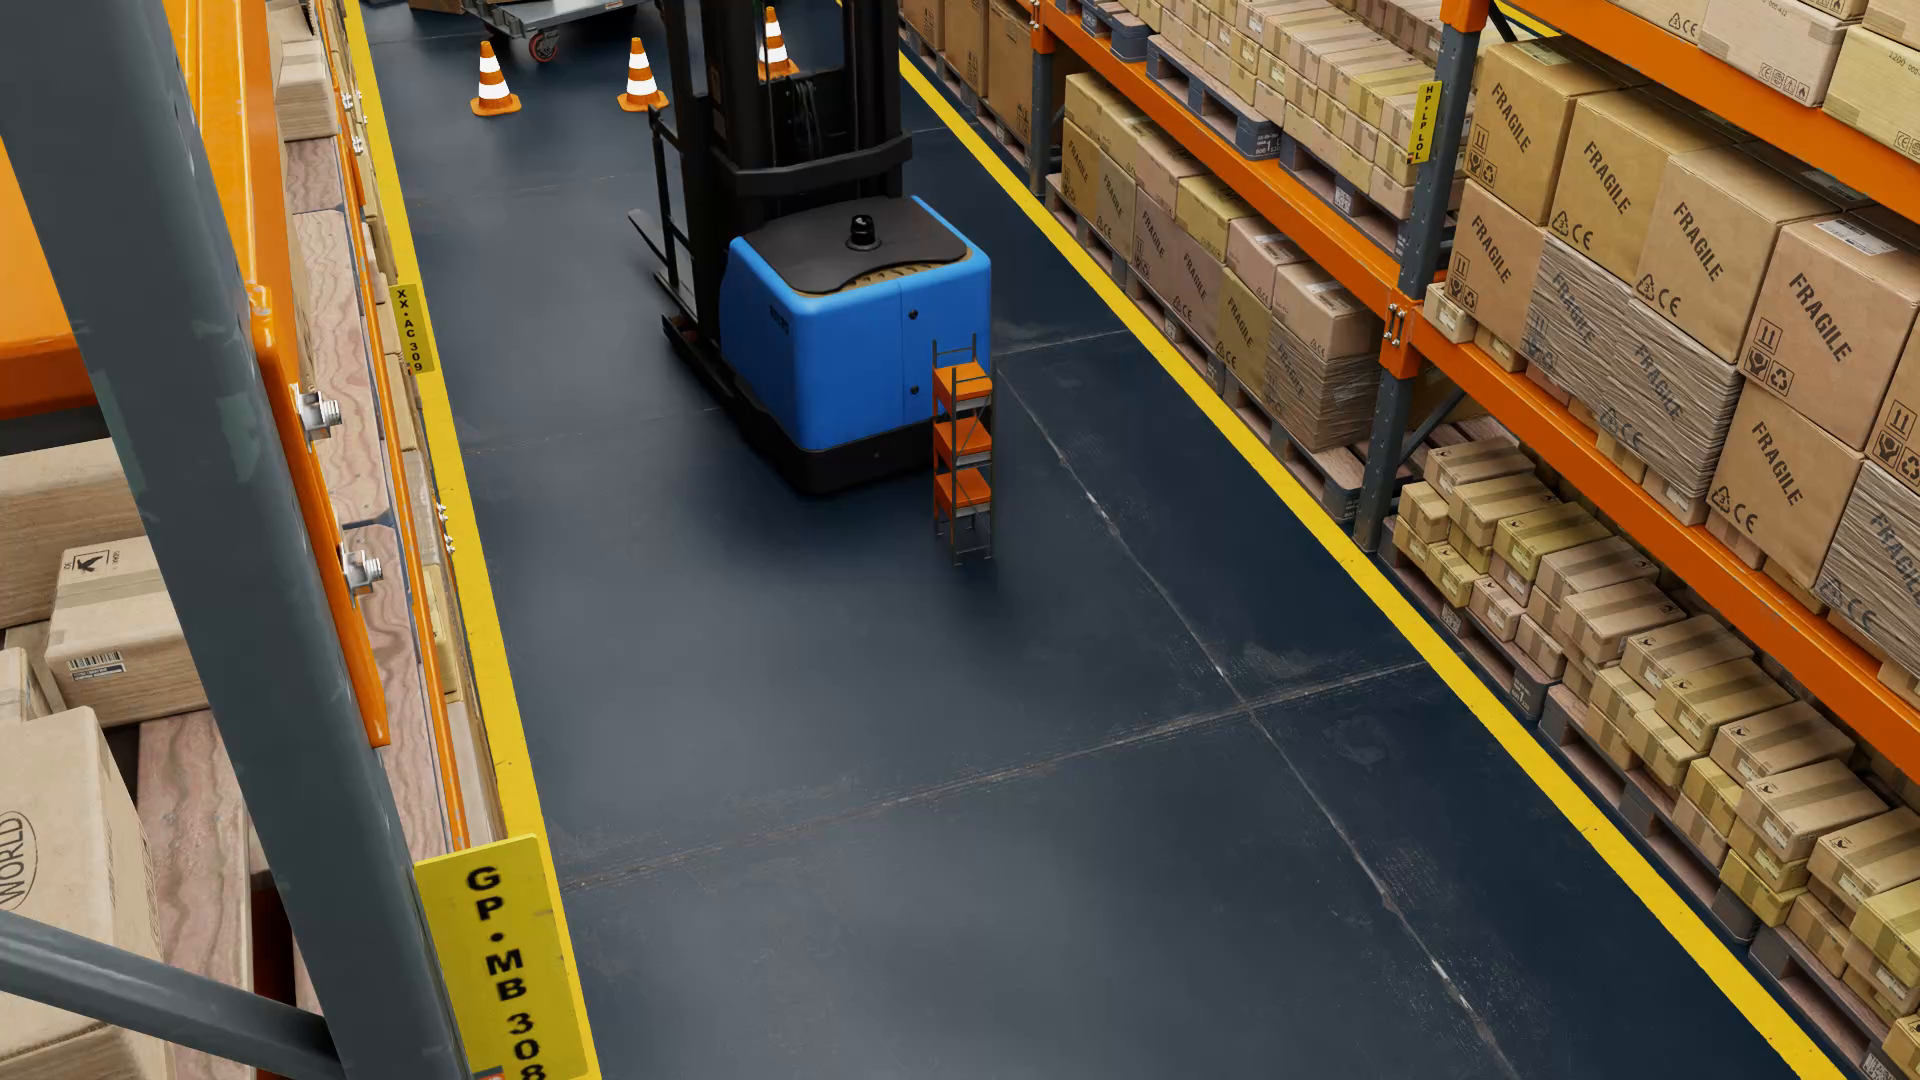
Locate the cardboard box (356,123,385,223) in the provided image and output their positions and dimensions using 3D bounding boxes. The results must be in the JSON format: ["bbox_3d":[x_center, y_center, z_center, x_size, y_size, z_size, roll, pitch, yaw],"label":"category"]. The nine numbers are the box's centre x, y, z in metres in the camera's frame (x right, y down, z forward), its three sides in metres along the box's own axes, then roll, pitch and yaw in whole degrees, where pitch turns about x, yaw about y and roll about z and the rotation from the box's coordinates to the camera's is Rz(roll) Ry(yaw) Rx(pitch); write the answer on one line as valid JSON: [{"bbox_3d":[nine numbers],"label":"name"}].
[{"bbox_3d":[-2.715,-1.497,6.953,0.500,0.250,0.500,-14,39,-17],"label":"cardboard box"}]

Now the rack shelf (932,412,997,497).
[{"bbox_3d":[0.018,-0.381,7.400,0.215,0.259,0.240,-12,39,-16],"label":"rack shelf"}]

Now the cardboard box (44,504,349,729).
[{"bbox_3d":[-1.080,0.106,2.399,0.380,0.149,0.250,-11,38,-14],"label":"cardboard box"}]

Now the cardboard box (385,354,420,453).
[{"bbox_3d":[-1.709,-0.127,4.511,0.500,0.500,0.500,-13,39,-17],"label":"cardboard box"}]

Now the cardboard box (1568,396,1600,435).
[{"bbox_3d":[2.493,-0.514,6.149,0.380,0.149,0.250,-14,39,-18],"label":"cardboard box"}]

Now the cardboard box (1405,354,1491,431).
[{"bbox_3d":[2.310,-0.909,8.192,0.500,0.500,0.500,-11,38,-14],"label":"cardboard box"}]

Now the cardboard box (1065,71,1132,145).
[{"bbox_3d":[0.949,-2.556,9.756,0.500,0.250,0.500,-14,39,-18],"label":"cardboard box"}]

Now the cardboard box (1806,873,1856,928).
[{"bbox_3d":[3.066,1.139,5.518,0.380,0.149,0.250,-13,39,-16],"label":"cardboard box"}]

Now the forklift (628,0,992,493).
[{"bbox_3d":[-0.982,-2.263,8.319,1.130,2.935,3.031,-18,41,-22],"label":"forklift"}]

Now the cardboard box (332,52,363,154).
[{"bbox_3d":[-2.551,-1.498,6.332,0.500,0.500,0.500,-13,39,-17],"label":"cardboard box"}]

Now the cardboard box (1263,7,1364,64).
[{"bbox_3d":[1.641,-2.345,7.735,0.380,0.149,0.250,-14,39,-17],"label":"cardboard box"}]

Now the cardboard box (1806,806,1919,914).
[{"bbox_3d":[3.001,1.046,5.395,0.380,0.149,0.250,-14,39,-18],"label":"cardboard box"}]

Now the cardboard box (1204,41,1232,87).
[{"bbox_3d":[1.449,-2.404,8.308,0.380,0.149,0.250,-14,39,-17],"label":"cardboard box"}]

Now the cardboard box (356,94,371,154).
[{"bbox_3d":[-3.066,-1.868,7.861,0.500,0.250,0.500,-12,39,-15],"label":"cardboard box"}]

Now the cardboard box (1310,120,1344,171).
[{"bbox_3d":[1.819,-1.806,7.514,0.380,0.149,0.250,-13,39,-16],"label":"cardboard box"}]

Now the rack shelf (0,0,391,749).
[{"bbox_3d":[-1.610,-1.005,2.535,1.077,0.370,4.000,-12,39,-16],"label":"rack shelf"}]

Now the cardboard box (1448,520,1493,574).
[{"bbox_3d":[2.311,-0.020,7.056,0.380,0.149,0.250,-12,39,-16],"label":"cardboard box"}]

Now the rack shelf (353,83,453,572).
[{"bbox_3d":[-2.986,-1.028,7.220,1.077,0.370,4.000,-12,39,-16],"label":"rack shelf"}]

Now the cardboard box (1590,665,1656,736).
[{"bbox_3d":[2.618,0.579,6.261,0.380,0.149,0.250,-13,39,-16],"label":"cardboard box"}]

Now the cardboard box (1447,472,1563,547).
[{"bbox_3d":[2.278,-0.129,6.954,0.380,0.149,0.250,-11,38,-14],"label":"cardboard box"}]

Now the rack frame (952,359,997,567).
[{"bbox_3d":[0.060,-0.320,7.302,0.200,1.050,0.008,-12,39,-16],"label":"rack frame"}]

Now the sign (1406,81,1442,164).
[{"bbox_3d":[1.795,-1.613,6.436,0.100,0.325,0.005,-12,39,-16],"label":"sign"}]

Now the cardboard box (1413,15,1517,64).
[{"bbox_3d":[2.340,-2.333,7.720,0.380,0.149,0.250,-13,39,-17],"label":"cardboard box"}]

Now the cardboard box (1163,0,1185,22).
[{"bbox_3d":[1.279,-2.812,8.603,0.380,0.149,0.250,-12,39,-16],"label":"cardboard box"}]

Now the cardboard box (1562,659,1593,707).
[{"bbox_3d":[2.624,0.534,6.569,0.380,0.149,0.250,-14,39,-18],"label":"cardboard box"}]

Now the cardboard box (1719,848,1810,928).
[{"bbox_3d":[2.877,1.150,5.751,0.380,0.149,0.250,-14,39,-18],"label":"cardboard box"}]

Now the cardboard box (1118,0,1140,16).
[{"bbox_3d":[1.089,-2.996,9.094,0.380,0.149,0.250,-11,38,-14],"label":"cardboard box"}]

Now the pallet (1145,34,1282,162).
[{"bbox_3d":[1.658,-2.341,8.524,1.003,0.211,1.213,-12,39,-16],"label":"pallet"}]

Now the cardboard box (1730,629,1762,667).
[{"bbox_3d":[3.109,0.452,6.430,0.380,0.149,0.250,-14,39,-18],"label":"cardboard box"}]

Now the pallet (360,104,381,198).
[{"bbox_3d":[-4.358,-2.461,10.842,1.003,0.211,1.213,-12,39,-16],"label":"pallet"}]

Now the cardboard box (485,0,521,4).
[{"bbox_3d":[-3.390,-4.394,12.539,0.500,0.500,0.500,-12,39,-16],"label":"cardboard box"}]

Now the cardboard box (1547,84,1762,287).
[{"bbox_3d":[2.434,-1.231,5.729,0.500,0.500,0.500,-14,39,-17],"label":"cardboard box"}]

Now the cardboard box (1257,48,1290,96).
[{"bbox_3d":[1.632,-2.228,7.827,0.380,0.149,0.250,-14,39,-18],"label":"cardboard box"}]

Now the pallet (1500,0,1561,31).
[{"bbox_3d":[4.947,-4.513,13.566,1.003,0.211,1.213,-12,39,-16],"label":"pallet"}]

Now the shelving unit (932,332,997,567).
[{"bbox_3d":[0.018,-0.389,7.394,0.215,1.050,0.252,-12,39,-16],"label":"shelving unit"}]

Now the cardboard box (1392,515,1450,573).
[{"bbox_3d":[2.139,-0.024,7.310,0.380,0.149,0.250,-14,39,-18],"label":"cardboard box"}]

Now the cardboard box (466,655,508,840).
[{"bbox_3d":[-1.529,0.554,4.438,0.500,0.500,0.500,-13,39,-17],"label":"cardboard box"}]

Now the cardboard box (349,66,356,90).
[{"bbox_3d":[-4.377,-2.729,10.715,0.950,0.372,0.625,-11,38,-14],"label":"cardboard box"}]

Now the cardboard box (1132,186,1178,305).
[{"bbox_3d":[1.300,-1.672,9.205,0.500,0.500,0.500,-13,39,-17],"label":"cardboard box"}]

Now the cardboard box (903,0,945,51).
[{"bbox_3d":[0.189,-4.178,12.324,1.050,0.750,0.750,-12,39,-16],"label":"cardboard box"}]

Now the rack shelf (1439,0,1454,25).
[{"bbox_3d":[1.627,-3.308,7.753,1.077,0.370,4.000,-12,39,-16],"label":"rack shelf"}]

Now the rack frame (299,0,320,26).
[{"bbox_3d":[-2.298,-2.582,3.698,1.000,3.000,0.127,-12,39,-16],"label":"rack frame"}]

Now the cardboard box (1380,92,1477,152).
[{"bbox_3d":[1.994,-1.759,6.957,0.380,0.149,0.250,-11,38,-14],"label":"cardboard box"}]

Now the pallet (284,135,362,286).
[{"bbox_3d":[-2.026,-0.884,4.011,1.003,0.211,1.213,-12,39,-16],"label":"pallet"}]

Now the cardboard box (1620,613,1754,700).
[{"bbox_3d":[2.705,0.444,6.193,0.380,0.149,0.250,-14,39,-18],"label":"cardboard box"}]

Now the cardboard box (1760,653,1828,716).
[{"bbox_3d":[3.182,0.498,6.122,0.380,0.149,0.250,-12,39,-16],"label":"cardboard box"}]

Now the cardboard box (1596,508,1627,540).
[{"bbox_3d":[2.899,-0.112,6.931,0.380,0.149,0.250,-13,39,-16],"label":"cardboard box"}]

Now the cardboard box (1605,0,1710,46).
[{"bbox_3d":[2.408,-1.808,5.289,0.500,0.250,0.500,-13,39,-17],"label":"cardboard box"}]

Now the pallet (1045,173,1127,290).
[{"bbox_3d":[1.206,-1.972,10.192,1.003,0.211,1.213,-12,39,-16],"label":"pallet"}]

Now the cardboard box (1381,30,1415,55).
[{"bbox_3d":[2.246,-2.362,8.005,0.380,0.149,0.250,-11,38,-14],"label":"cardboard box"}]

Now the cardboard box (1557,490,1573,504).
[{"bbox_3d":[2.827,-0.153,7.233,0.380,0.149,0.250,-14,39,-18],"label":"cardboard box"}]

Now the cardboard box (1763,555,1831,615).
[{"bbox_3d":[2.847,0.074,5.367,0.380,0.149,0.250,-12,39,-15],"label":"cardboard box"}]

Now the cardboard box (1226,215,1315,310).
[{"bbox_3d":[1.657,-1.398,8.218,0.500,0.250,0.500,-11,38,-14],"label":"cardboard box"}]

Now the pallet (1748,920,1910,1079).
[{"bbox_3d":[3.419,1.597,5.455,1.003,0.211,1.213,-12,39,-16],"label":"pallet"}]

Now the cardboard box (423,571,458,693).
[{"bbox_3d":[-1.278,0.233,3.494,0.380,0.149,0.250,-13,39,-17],"label":"cardboard box"}]

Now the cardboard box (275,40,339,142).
[{"bbox_3d":[-1.687,-1.047,3.931,0.380,0.149,0.250,-12,38,-15],"label":"cardboard box"}]

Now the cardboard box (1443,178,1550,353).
[{"bbox_3d":[2.249,-1.094,6.379,0.500,0.500,0.500,-13,39,-17],"label":"cardboard box"}]

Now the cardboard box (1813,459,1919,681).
[{"bbox_3d":[2.939,0.056,4.852,0.500,0.500,0.500,-12,39,-16],"label":"cardboard box"}]

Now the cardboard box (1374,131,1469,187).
[{"bbox_3d":[1.993,-1.638,7.043,0.380,0.149,0.250,-11,38,-15],"label":"cardboard box"}]
